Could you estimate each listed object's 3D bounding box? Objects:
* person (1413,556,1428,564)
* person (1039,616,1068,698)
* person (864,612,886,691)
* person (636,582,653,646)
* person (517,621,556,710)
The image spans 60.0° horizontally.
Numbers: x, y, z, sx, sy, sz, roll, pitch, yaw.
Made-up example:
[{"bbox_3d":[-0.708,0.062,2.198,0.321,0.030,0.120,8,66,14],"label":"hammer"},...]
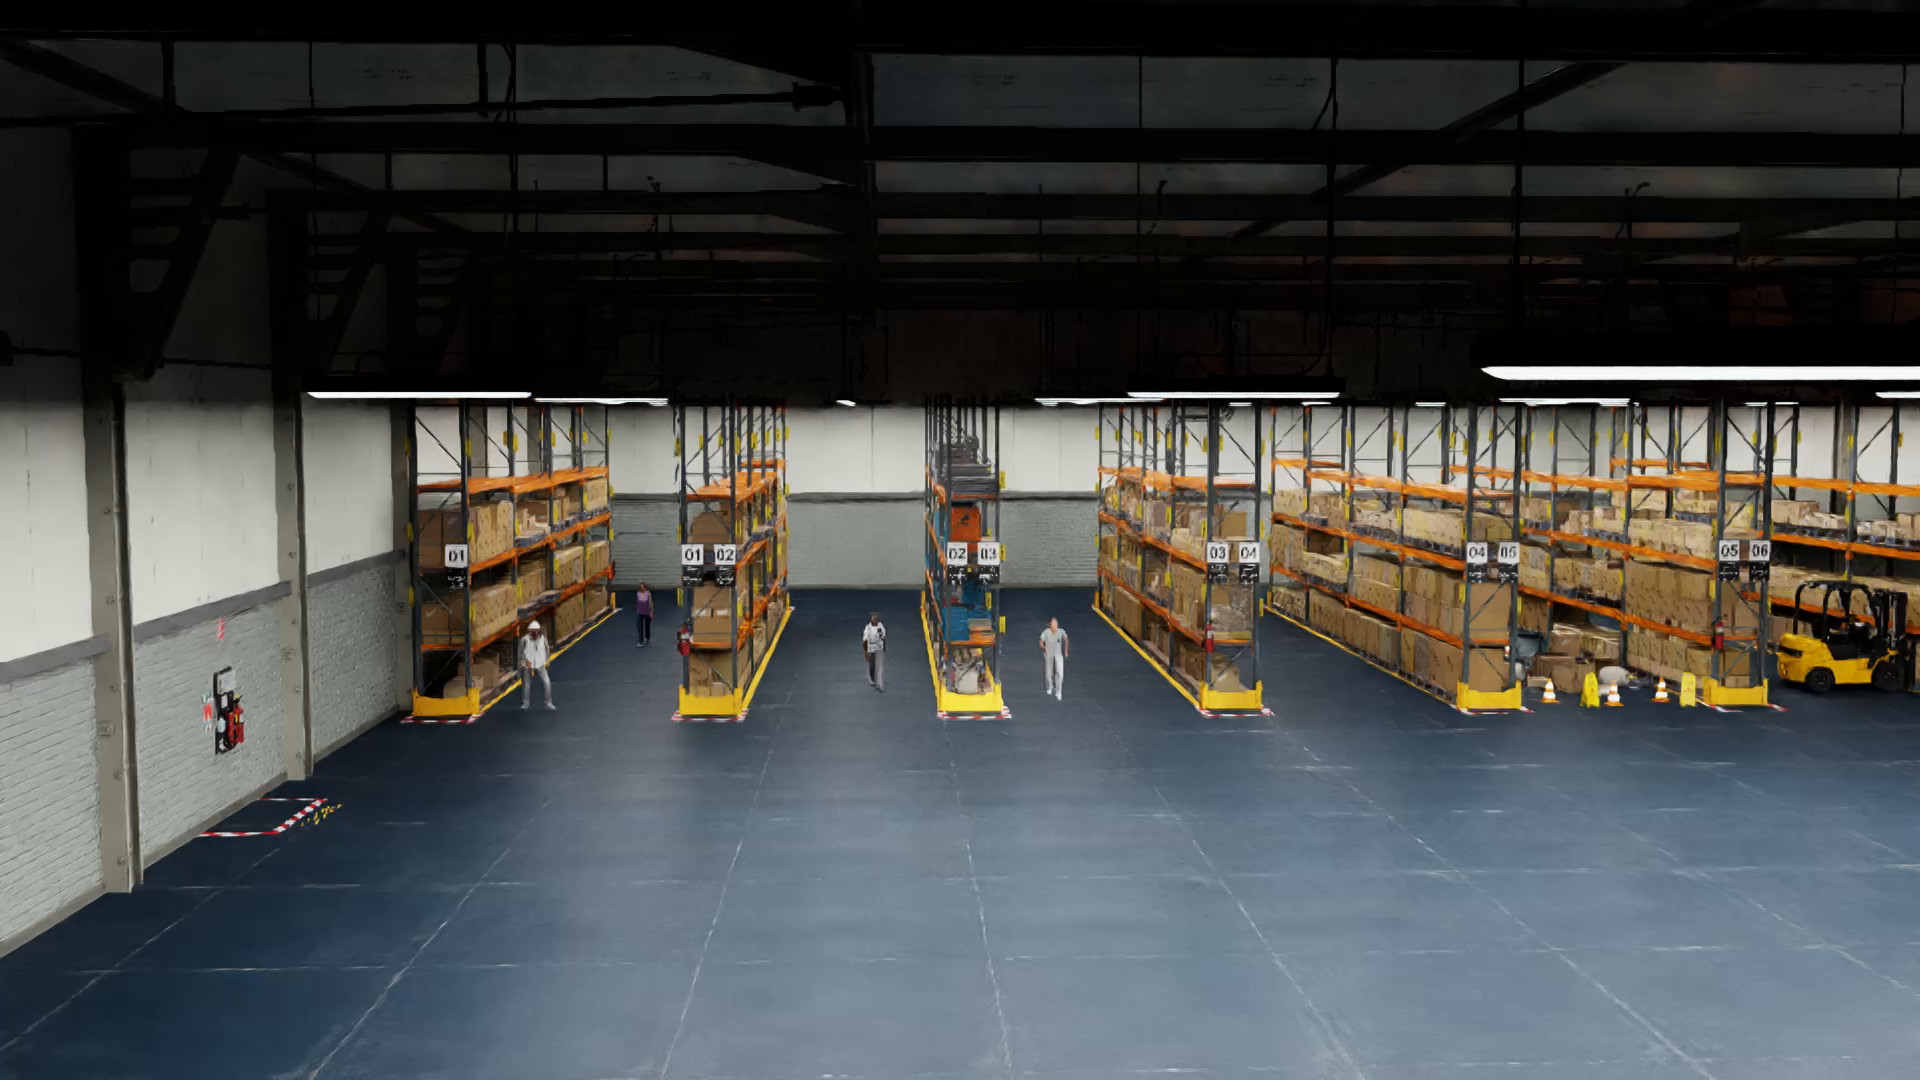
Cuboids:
[{"bbox_3d":[13.657,0.991,49.197,0.544,1.714,0.631,-3,5,-32],"label":"person"},{"bbox_3d":[1.867,2.302,33.147,0.589,1.600,0.820,0,5,3],"label":"person"},{"bbox_3d":[-1.732,2.241,33.821,0.456,1.589,1.088,0,5,0],"label":"person"},{"bbox_3d":[-7.633,1.765,40.267,0.432,1.539,0.947,0,5,-4],"label":"person"},{"bbox_3d":[-8.071,2.367,31.559,0.676,1.717,0.780,-2,5,-23],"label":"person"}]
